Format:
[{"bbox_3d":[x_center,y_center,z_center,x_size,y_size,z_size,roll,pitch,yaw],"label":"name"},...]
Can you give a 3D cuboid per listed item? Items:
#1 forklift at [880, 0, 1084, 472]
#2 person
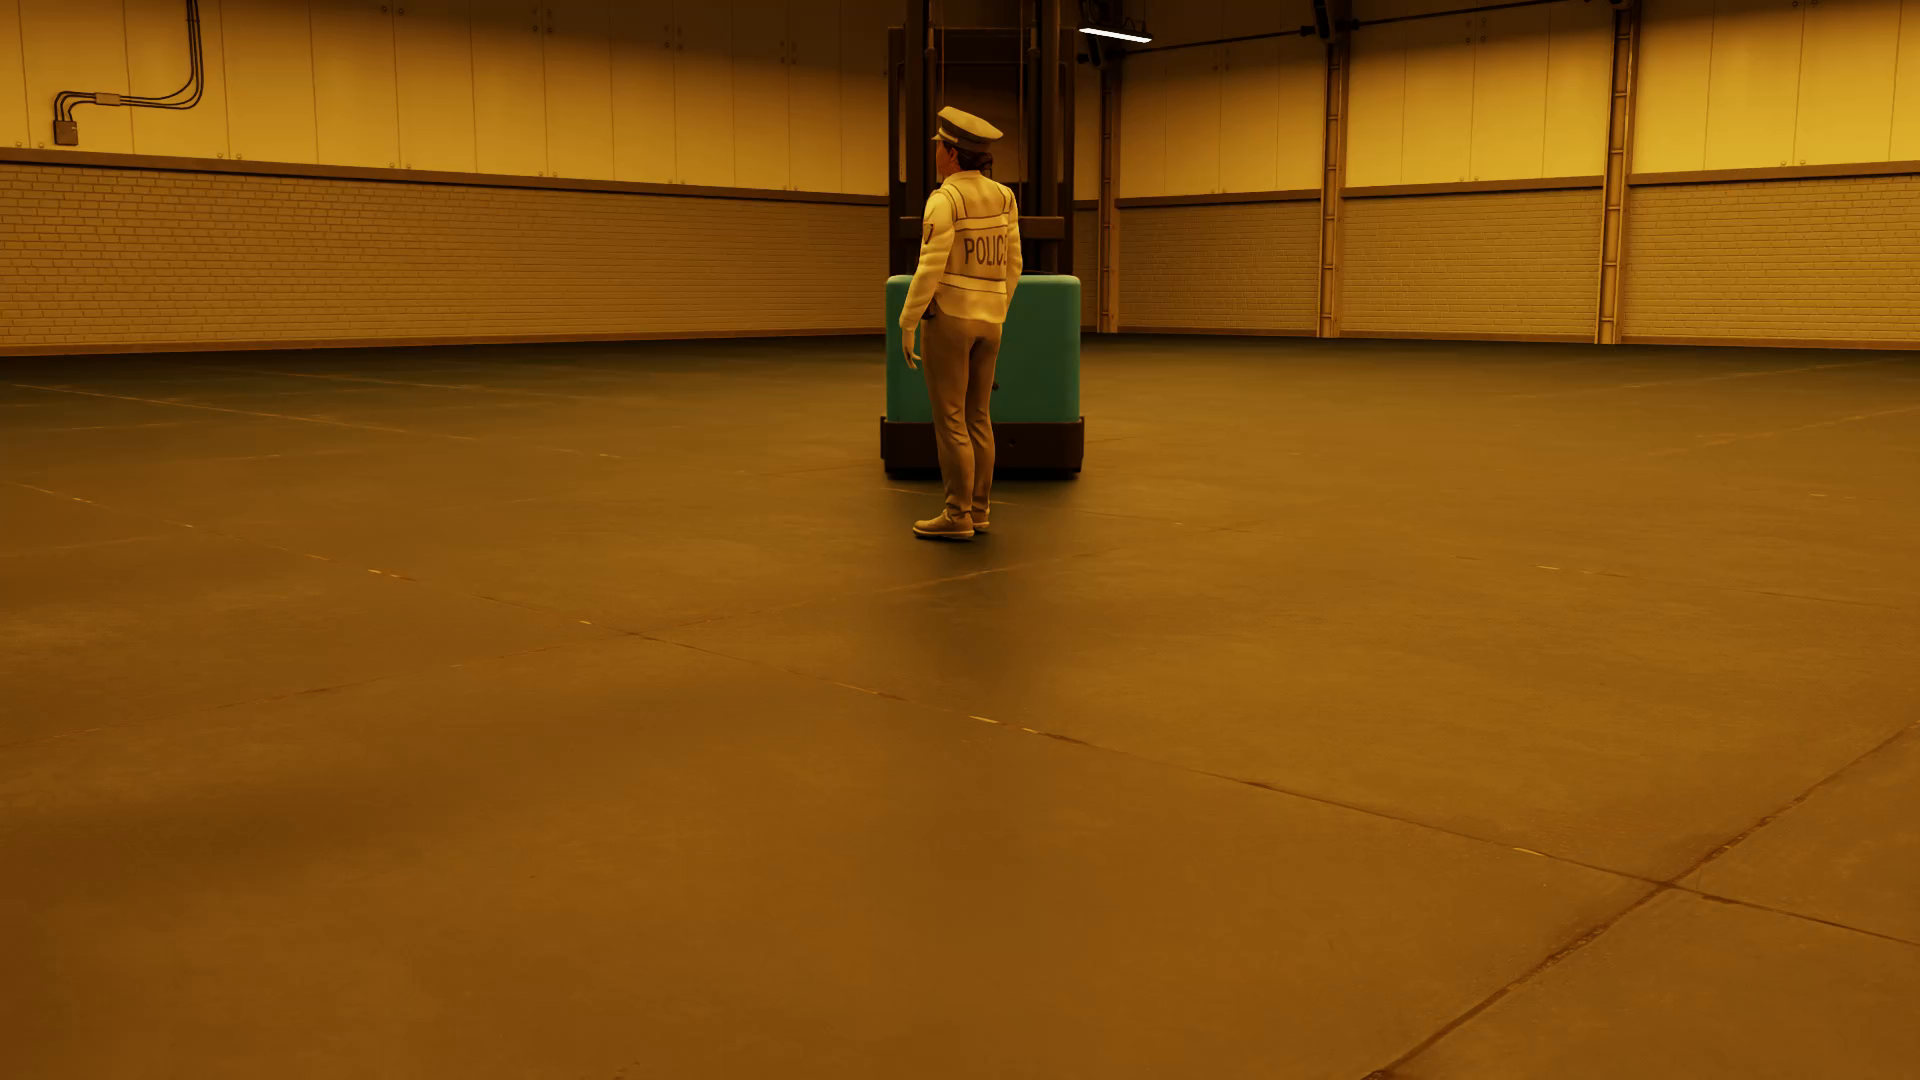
[{"bbox_3d":[0.125,-1.980,10.024,1.130,2.935,3.031,0,9,0],"label":"forklift"},{"bbox_3d":[-0.044,-0.853,6.642,0.531,1.694,0.586,8,12,43],"label":"person"}]
